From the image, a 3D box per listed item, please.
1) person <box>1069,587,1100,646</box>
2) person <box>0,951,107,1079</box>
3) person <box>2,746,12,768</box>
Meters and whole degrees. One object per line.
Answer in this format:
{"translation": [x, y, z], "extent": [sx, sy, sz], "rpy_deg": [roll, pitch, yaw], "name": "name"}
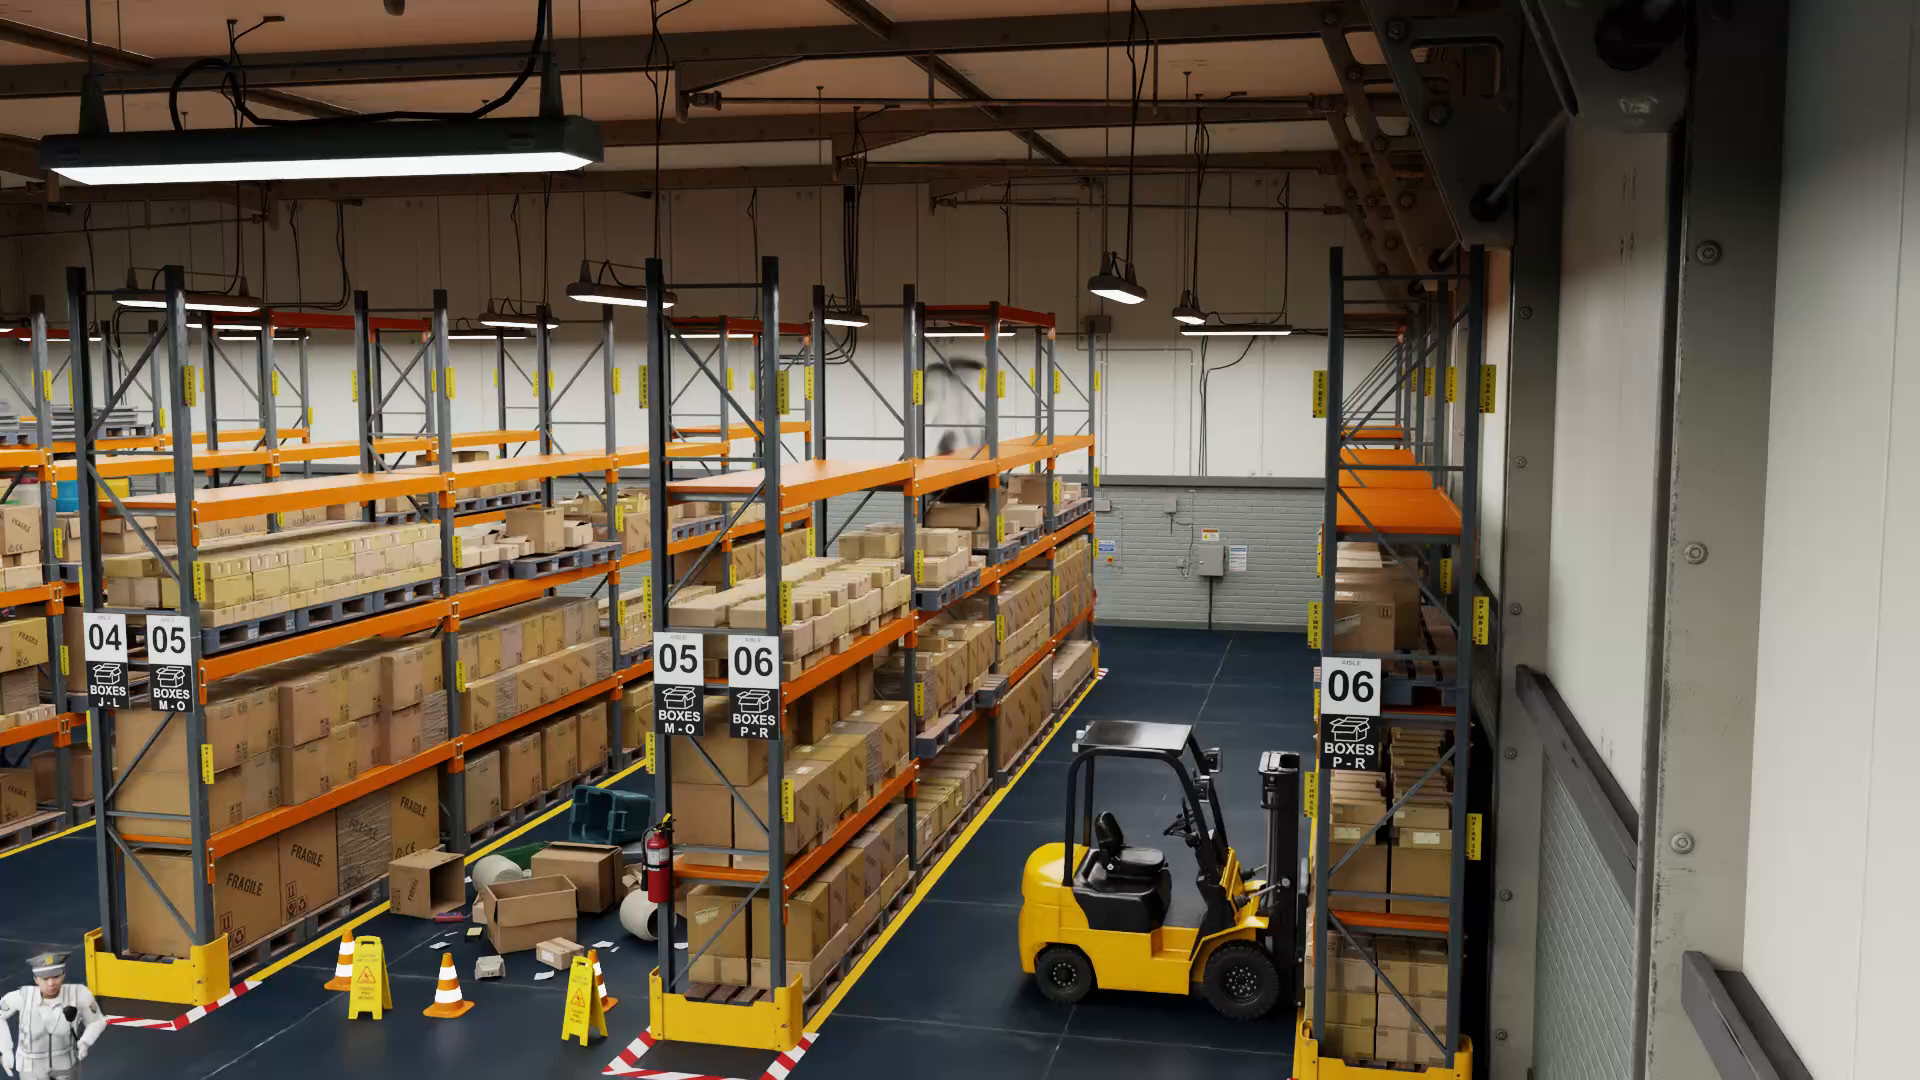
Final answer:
{"translation": [2.175, 1.369, 29.362], "extent": [0.598, 1.685, 0.664], "rpy_deg": [1, 6, 10], "name": "person"}
{"translation": [-5.685, 3.316, 10.398], "extent": [0.631, 1.670, 0.864], "rpy_deg": [-4, 7, -34], "name": "person"}
{"translation": [-11.758, 2.356, 20.040], "extent": [0.602, 1.673, 0.766], "rpy_deg": [1, 6, 11], "name": "person"}
